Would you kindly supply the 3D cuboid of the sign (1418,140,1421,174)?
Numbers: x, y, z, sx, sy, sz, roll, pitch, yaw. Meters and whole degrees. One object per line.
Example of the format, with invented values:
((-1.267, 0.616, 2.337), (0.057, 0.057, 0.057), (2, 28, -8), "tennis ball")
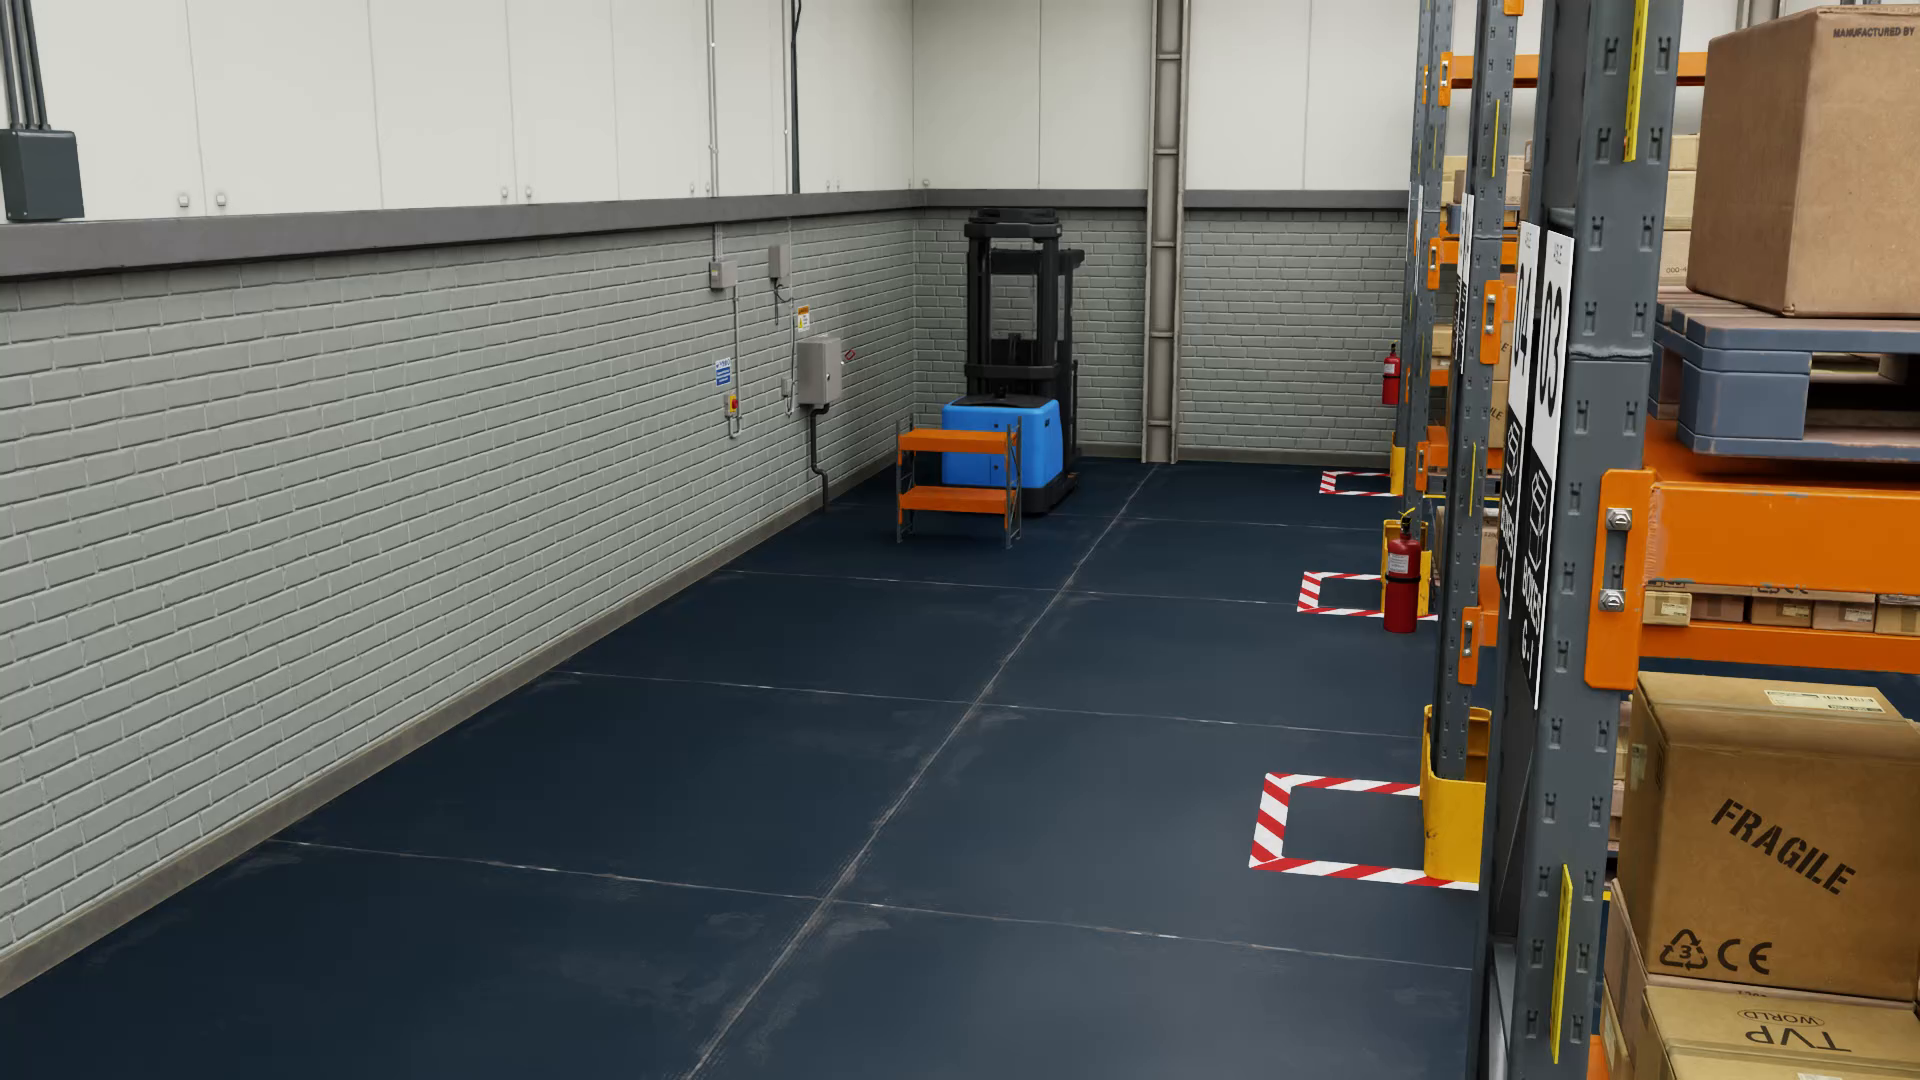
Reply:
((4.598, -3.833, 16.642), (0.005, 0.325, 0.100), (3, 13, 14), "sign")

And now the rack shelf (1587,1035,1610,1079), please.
((3.110, 1.527, 3.087), (4.000, 0.370, 1.077), (3, 13, 14), "rack shelf")

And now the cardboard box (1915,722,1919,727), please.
((4.772, 1.011, 7.990), (0.250, 0.149, 0.380), (3, 13, 11), "cardboard box")

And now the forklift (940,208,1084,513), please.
((0.670, -1.965, 17.325), (1.130, 2.935, 3.031), (3, 13, 14), "forklift")

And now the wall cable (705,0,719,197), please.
((-2.048, -4.177, 13.284), (0.029, 3.000, 0.463), (3, 13, 14), "wall cable")

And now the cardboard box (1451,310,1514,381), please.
((3.940, -1.464, 12.369), (0.500, 0.500, 0.500), (3, 13, 12), "cardboard box")

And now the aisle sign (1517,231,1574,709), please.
((1.026, -0.138, 2.928), (0.004, 0.787, 0.394), (3, 13, 14), "aisle sign")

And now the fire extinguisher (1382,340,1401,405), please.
((4.474, -1.747, 17.221), (0.183, 0.674, 0.296), (3, 13, 14), "fire extinguisher")

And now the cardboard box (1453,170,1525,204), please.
((4.001, -2.653, 12.485), (0.500, 0.250, 0.500), (2, 13, 8), "cardboard box")

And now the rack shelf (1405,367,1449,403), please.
((6.670, -1.601, 17.186), (4.000, 0.370, 1.077), (3, 13, 14), "rack shelf")

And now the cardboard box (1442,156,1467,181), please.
((5.099, -3.761, 16.839), (0.500, 0.250, 0.500), (3, 13, 13), "cardboard box")

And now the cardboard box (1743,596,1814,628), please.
((3.738, 0.276, 7.644), (0.250, 0.149, 0.380), (3, 13, 13), "cardboard box")

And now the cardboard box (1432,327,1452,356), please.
((5.104, -2.048, 17.198), (0.500, 0.250, 0.500), (3, 13, 14), "cardboard box")

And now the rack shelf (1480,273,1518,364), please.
((4.396, -0.975, 7.440), (4.000, 0.370, 1.077), (3, 13, 14), "rack shelf")

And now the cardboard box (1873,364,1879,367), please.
((4.313, -0.487, 7.276), (0.500, 0.500, 0.500), (3, 13, 12), "cardboard box")

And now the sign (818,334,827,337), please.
((-1.376, -1.802, 16.651), (0.001, 0.494, 0.329), (3, 13, 14), "sign")

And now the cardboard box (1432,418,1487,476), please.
((5.299, -0.991, 17.568), (0.637, 0.503, 0.797), (3, 13, 11), "cardboard box")

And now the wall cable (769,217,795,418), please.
((-1.609, -2.095, 15.404), (0.122, 1.984, 0.588), (3, 13, 14), "wall cable")

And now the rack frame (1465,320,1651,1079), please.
((1.168, 1.072, 3.477), (0.127, 3.000, 1.000), (3, 13, 14), "rack frame")

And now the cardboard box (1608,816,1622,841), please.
((3.160, 1.312, 8.009), (0.250, 0.149, 0.380), (3, 13, 13), "cardboard box")

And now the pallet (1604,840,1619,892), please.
((3.308, 1.449, 8.216), (1.213, 0.211, 1.003), (3, 13, 14), "pallet")

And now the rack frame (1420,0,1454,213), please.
((3.542, -3.941, 12.221), (0.127, 3.000, 1.000), (3, 13, 14), "rack frame")

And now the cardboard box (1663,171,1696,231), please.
((3.325, -1.497, 7.322), (0.500, 0.250, 0.500), (3, 13, 13), "cardboard box")

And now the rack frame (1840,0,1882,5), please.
((8.611, -4.777, 15.990), (0.127, 3.000, 1.000), (3, 13, 14), "rack frame")

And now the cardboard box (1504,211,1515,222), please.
((5.487, -3.307, 16.871), (0.250, 0.149, 0.380), (3, 13, 14), "cardboard box")

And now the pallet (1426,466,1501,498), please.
((5.576, -0.650, 17.675), (1.213, 0.211, 1.003), (3, 13, 14), "pallet")

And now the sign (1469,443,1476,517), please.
((2.325, -0.274, 7.547), (0.005, 0.325, 0.100), (3, 13, 14), "sign")

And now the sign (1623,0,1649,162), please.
((1.029, -0.742, 2.525), (0.005, 0.325, 0.100), (3, 13, 14), "sign")

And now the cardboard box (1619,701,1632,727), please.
((3.259, 0.930, 8.357), (0.250, 0.149, 0.380), (3, 13, 15), "cardboard box")

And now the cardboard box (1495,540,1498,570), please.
((2.839, 0.114, 8.374), (0.250, 0.149, 0.380), (3, 13, 14), "cardboard box")

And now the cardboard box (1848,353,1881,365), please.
((4.472, -0.598, 7.780), (0.500, 0.500, 0.500), (3, 13, 12), "cardboard box")

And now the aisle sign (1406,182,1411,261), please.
((4.591, -3.267, 17.032), (0.004, 0.787, 0.394), (3, 13, 14), "aisle sign")

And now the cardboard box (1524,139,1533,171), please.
((2.848, -1.840, 7.950), (0.250, 0.149, 0.380), (3, 13, 13), "cardboard box")

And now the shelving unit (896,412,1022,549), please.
((-0.007, -0.549, 15.113), (1.048, 1.125, 0.538), (3, 13, 14), "shelving unit")

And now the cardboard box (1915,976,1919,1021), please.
((2.194, 0.996, 3.480), (0.500, 0.250, 0.500), (3, 13, 13), "cardboard box")

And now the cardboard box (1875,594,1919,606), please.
((4.319, -0.003, 7.404), (0.500, 0.500, 0.500), (3, 13, 12), "cardboard box")

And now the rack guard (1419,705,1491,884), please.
((2.528, 1.258, 8.408), (0.348, 0.500, 1.175), (3, 13, 14), "rack guard")

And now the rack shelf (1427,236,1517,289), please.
((5.484, -2.022, 12.156), (4.000, 0.370, 1.077), (3, 13, 14), "rack shelf")

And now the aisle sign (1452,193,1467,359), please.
((2.455, -1.302, 8.175), (0.004, 0.787, 0.394), (3, 13, 14), "aisle sign")

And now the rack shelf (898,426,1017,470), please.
((-0.007, -0.835, 15.050), (1.000, 0.278, 0.538), (3, 13, 14), "rack shelf")

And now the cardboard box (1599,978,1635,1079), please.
((1.593, 1.144, 3.733), (0.250, 0.149, 0.380), (3, 13, 15), "cardboard box")
